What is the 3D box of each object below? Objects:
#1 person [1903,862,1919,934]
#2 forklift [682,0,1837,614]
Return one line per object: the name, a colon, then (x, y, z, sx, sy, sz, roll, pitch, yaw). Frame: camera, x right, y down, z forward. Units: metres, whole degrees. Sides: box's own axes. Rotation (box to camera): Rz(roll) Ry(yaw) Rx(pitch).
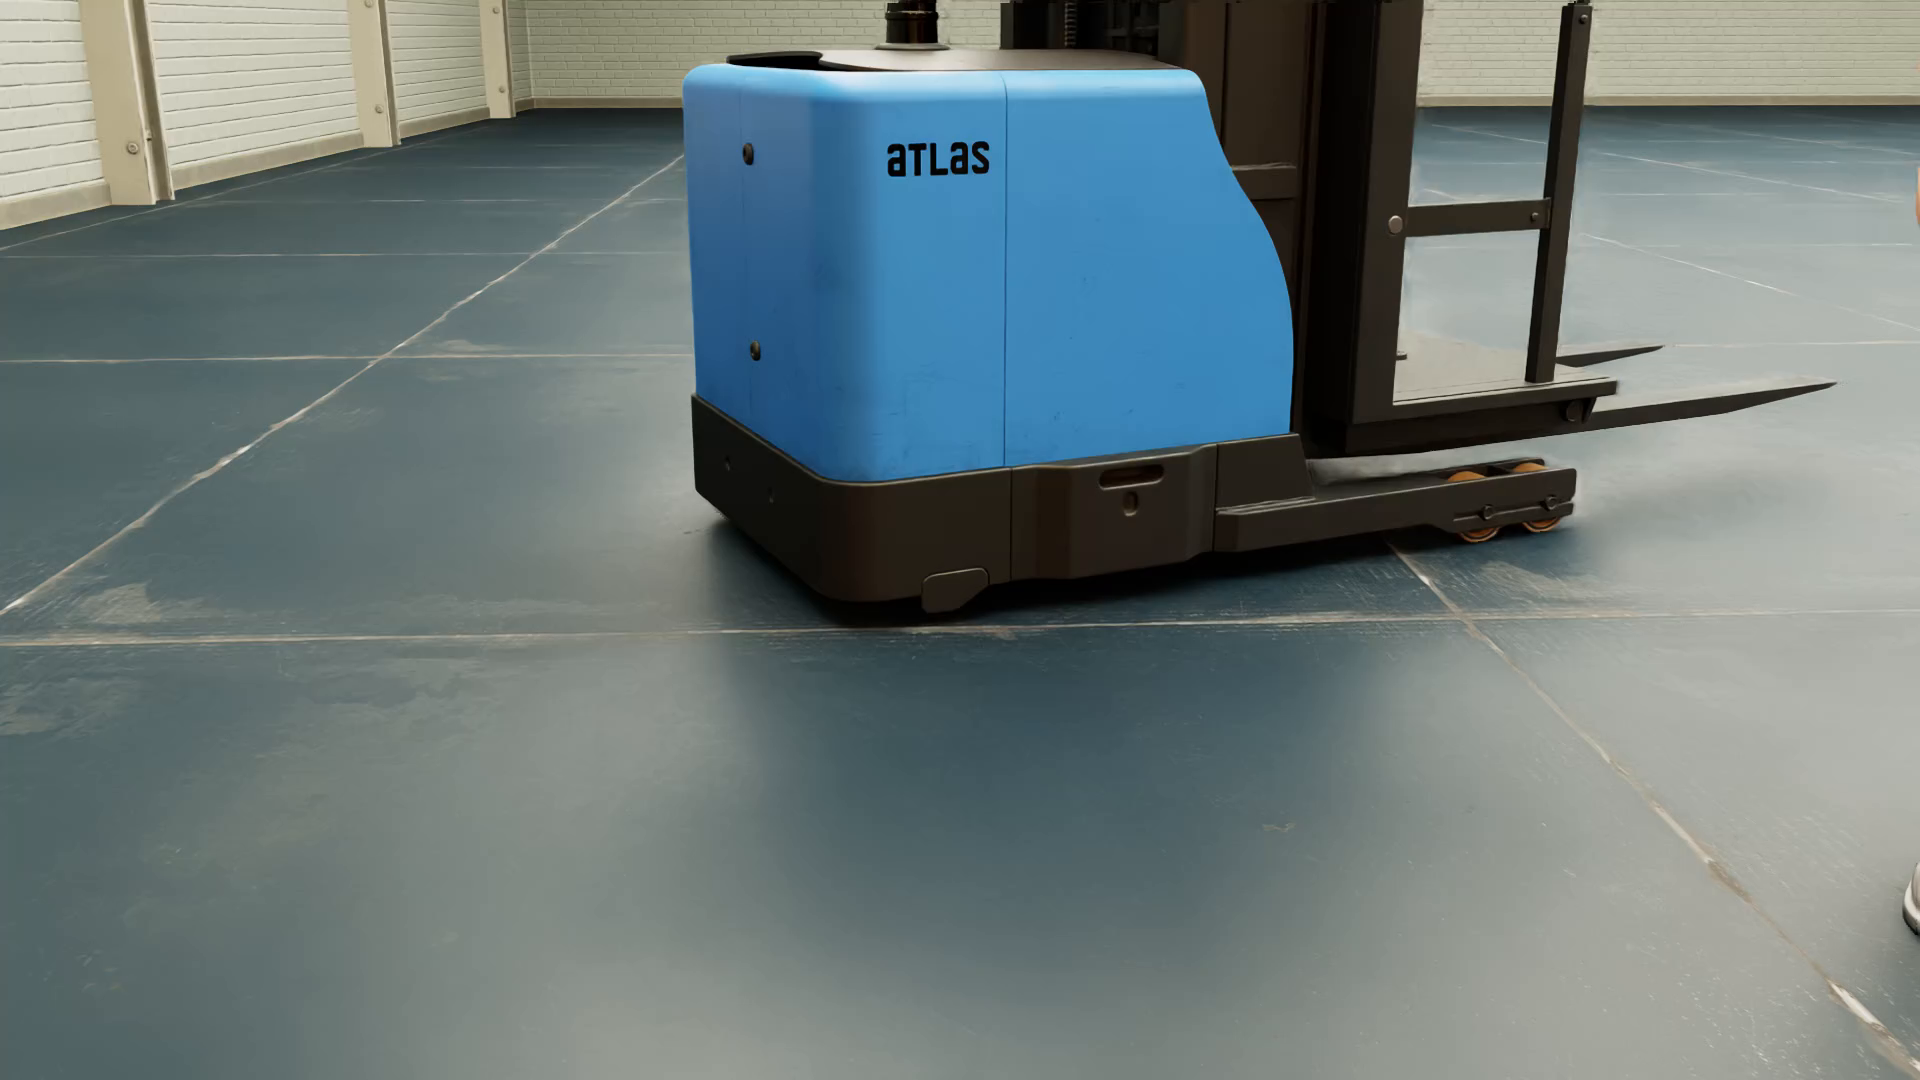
person: (1.552, -0.281, 2.014, 0.763, 1.681, 0.518, 15, 23, 41)
forklift: (0.909, -1.526, 3.896, 3.031, 2.935, 1.130, -8, 19, -24)
